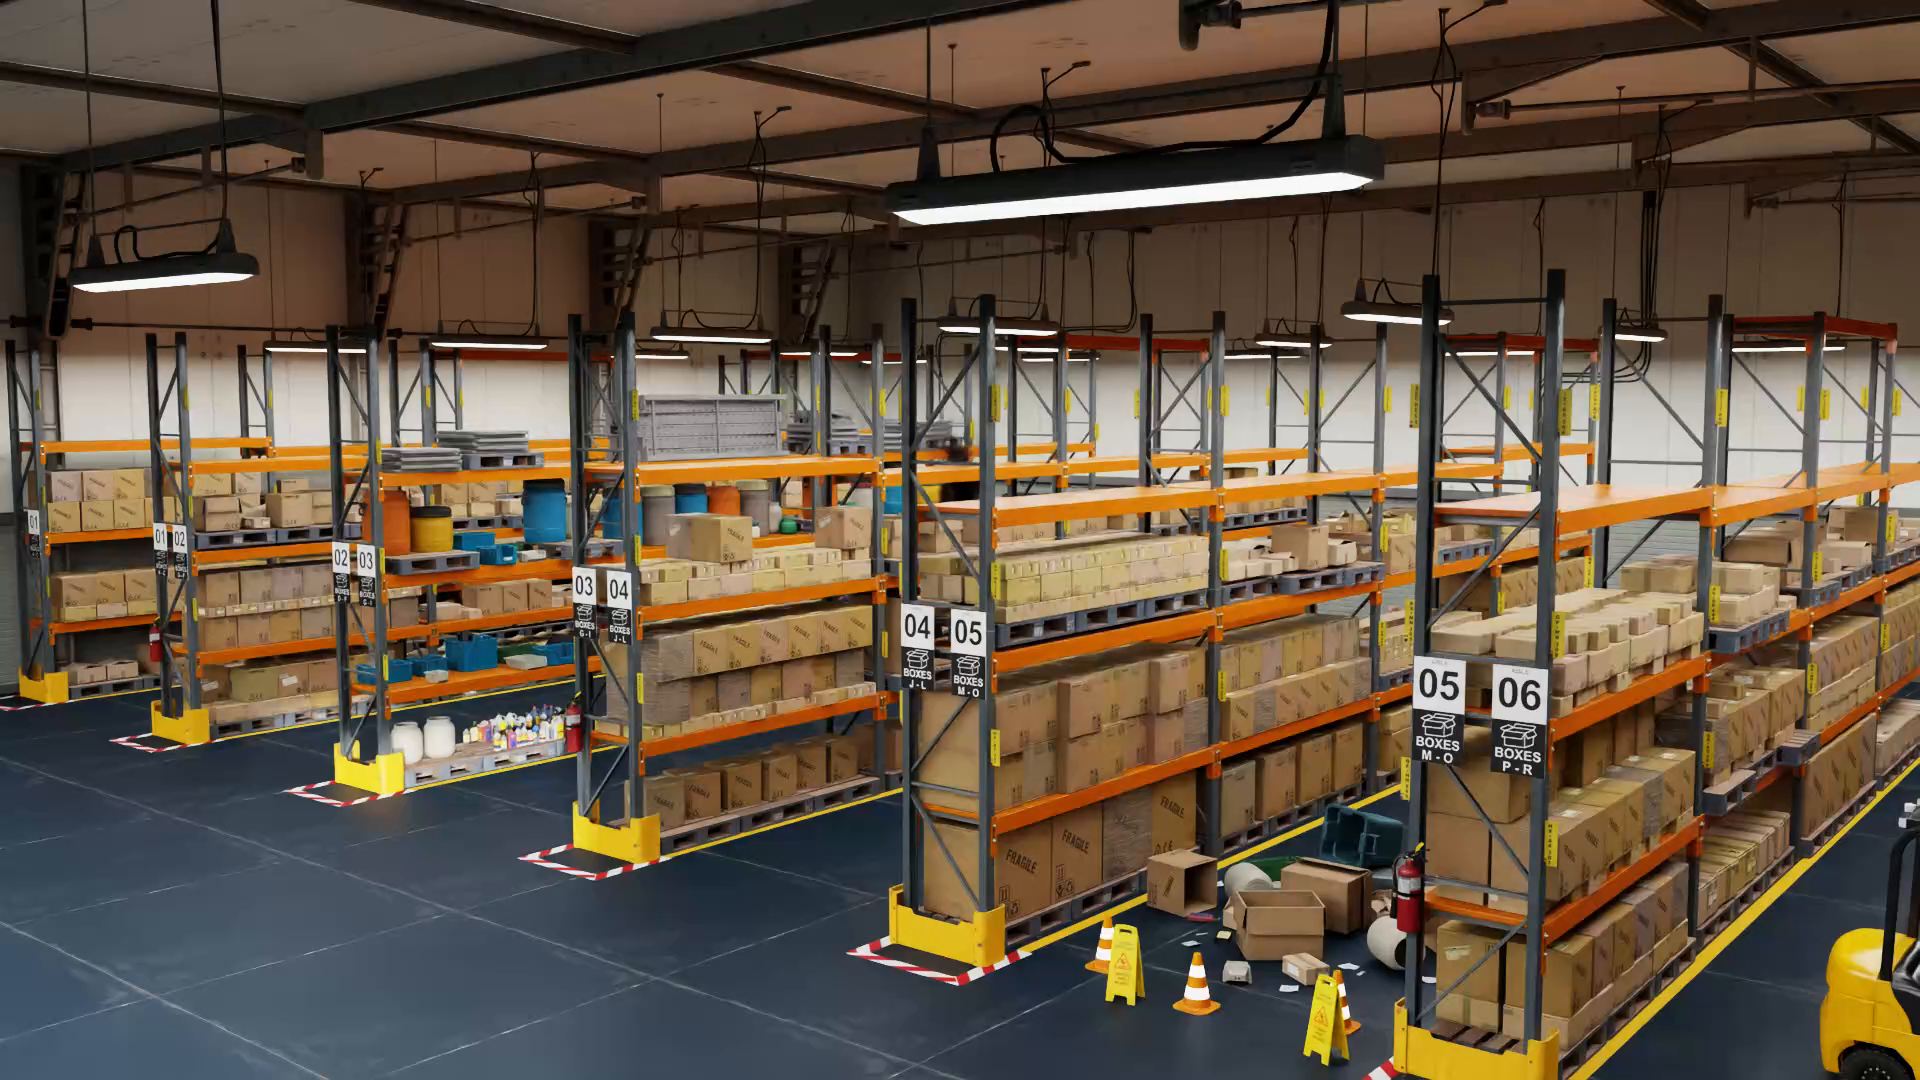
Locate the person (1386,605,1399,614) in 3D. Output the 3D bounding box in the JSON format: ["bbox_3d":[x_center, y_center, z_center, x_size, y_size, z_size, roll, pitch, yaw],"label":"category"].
[{"bbox_3d":[7.043,1.884,26.951,0.792,1.670,0.672,-4,7,-39],"label":"person"}]

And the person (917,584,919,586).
[{"bbox_3d":[-0.812,1.217,35.031,0.621,1.703,0.791,3,6,30],"label":"person"}]
